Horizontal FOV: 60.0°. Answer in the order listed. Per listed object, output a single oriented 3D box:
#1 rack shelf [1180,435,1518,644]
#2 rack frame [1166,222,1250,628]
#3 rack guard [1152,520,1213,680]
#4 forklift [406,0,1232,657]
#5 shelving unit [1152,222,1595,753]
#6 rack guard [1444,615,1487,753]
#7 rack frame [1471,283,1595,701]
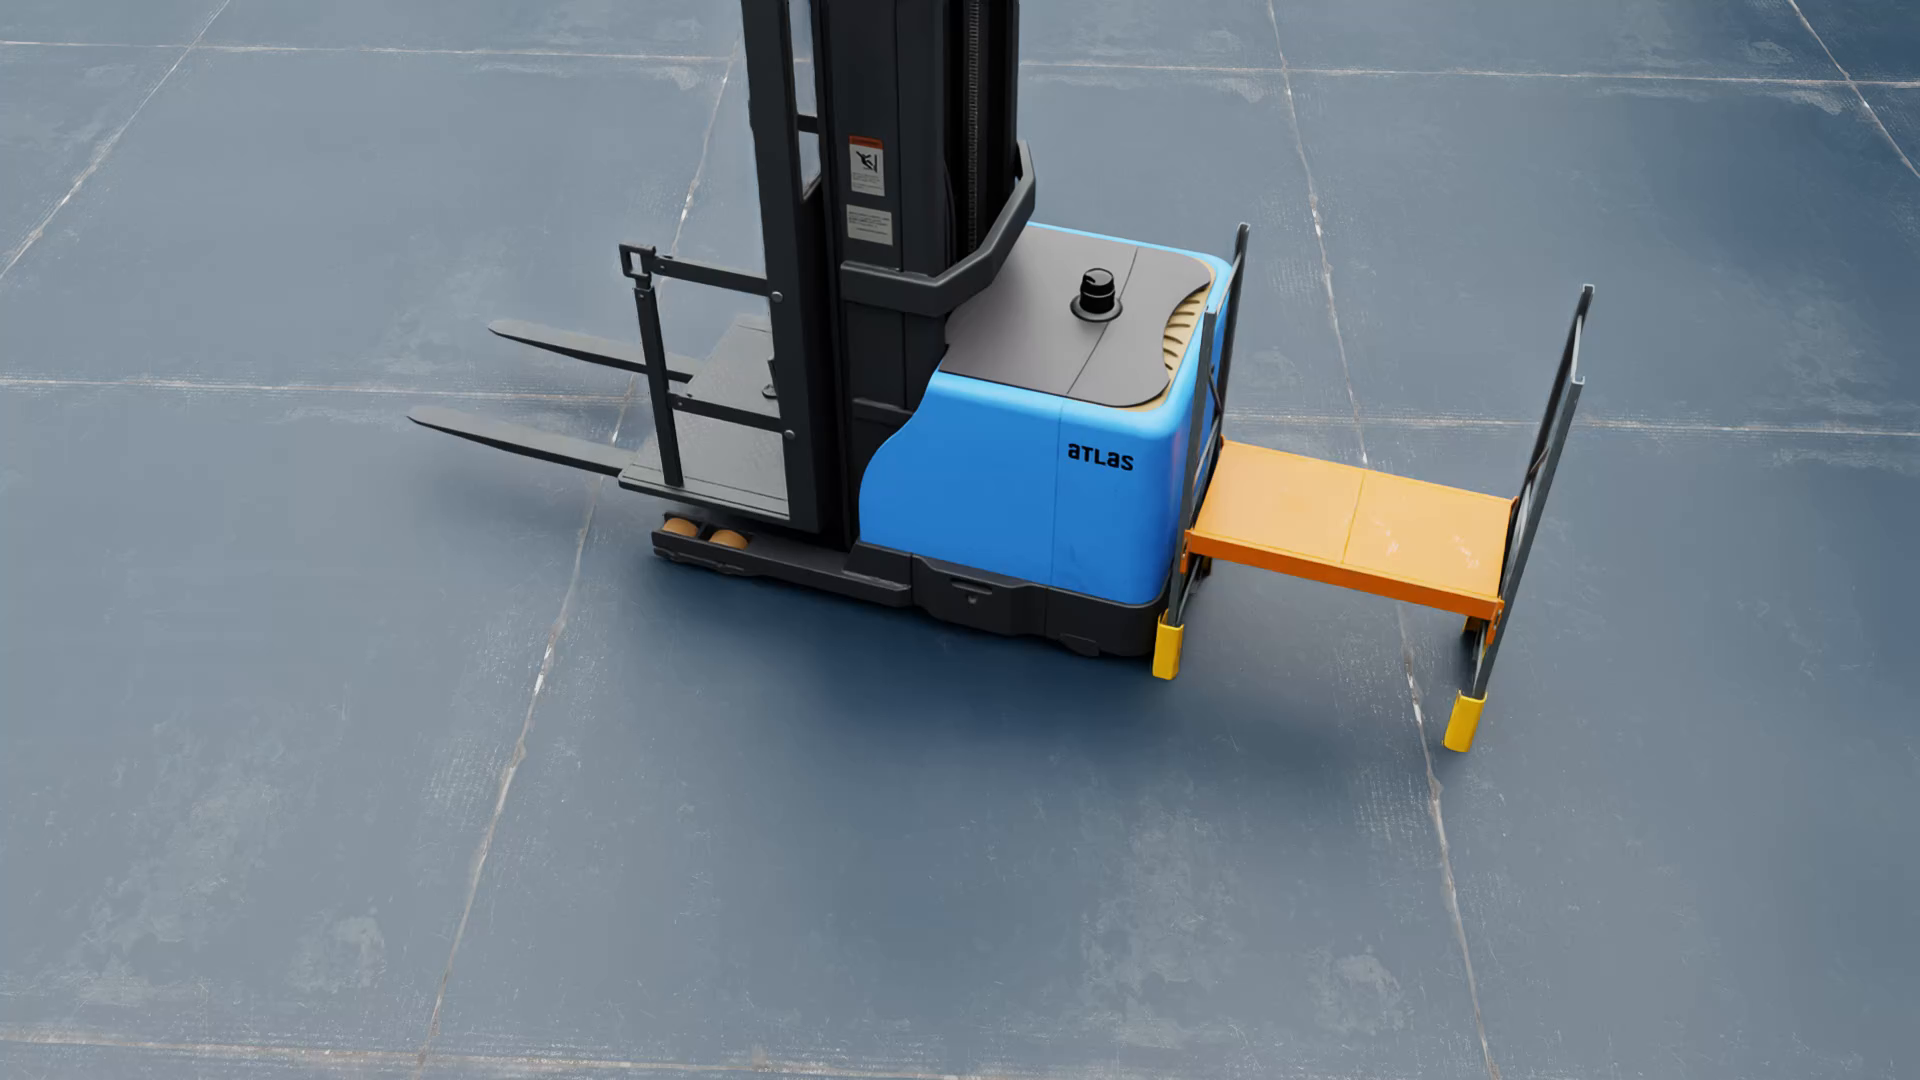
[{"bbox_3d":[1.273,-0.017,5.432,1.000,0.185,0.538,13,45,14],"label":"rack shelf"},{"bbox_3d":[0.793,-0.261,5.430,0.032,1.500,0.500,13,45,14],"label":"rack frame"},{"bbox_3d":[0.794,0.197,5.855,0.087,0.250,0.587,13,45,14],"label":"rack guard"},{"bbox_3d":[-0.609,-1.272,5.465,3.031,2.935,1.130,13,45,14],"label":"forklift"},{"bbox_3d":[1.265,-0.150,5.311,1.083,1.500,0.587,13,45,14],"label":"shelving unit"},{"bbox_3d":[1.736,0.417,5.619,0.087,0.250,0.587,13,45,14],"label":"rack guard"},{"bbox_3d":[1.754,-0.036,5.188,0.032,1.500,0.500,13,45,14],"label":"rack frame"}]
